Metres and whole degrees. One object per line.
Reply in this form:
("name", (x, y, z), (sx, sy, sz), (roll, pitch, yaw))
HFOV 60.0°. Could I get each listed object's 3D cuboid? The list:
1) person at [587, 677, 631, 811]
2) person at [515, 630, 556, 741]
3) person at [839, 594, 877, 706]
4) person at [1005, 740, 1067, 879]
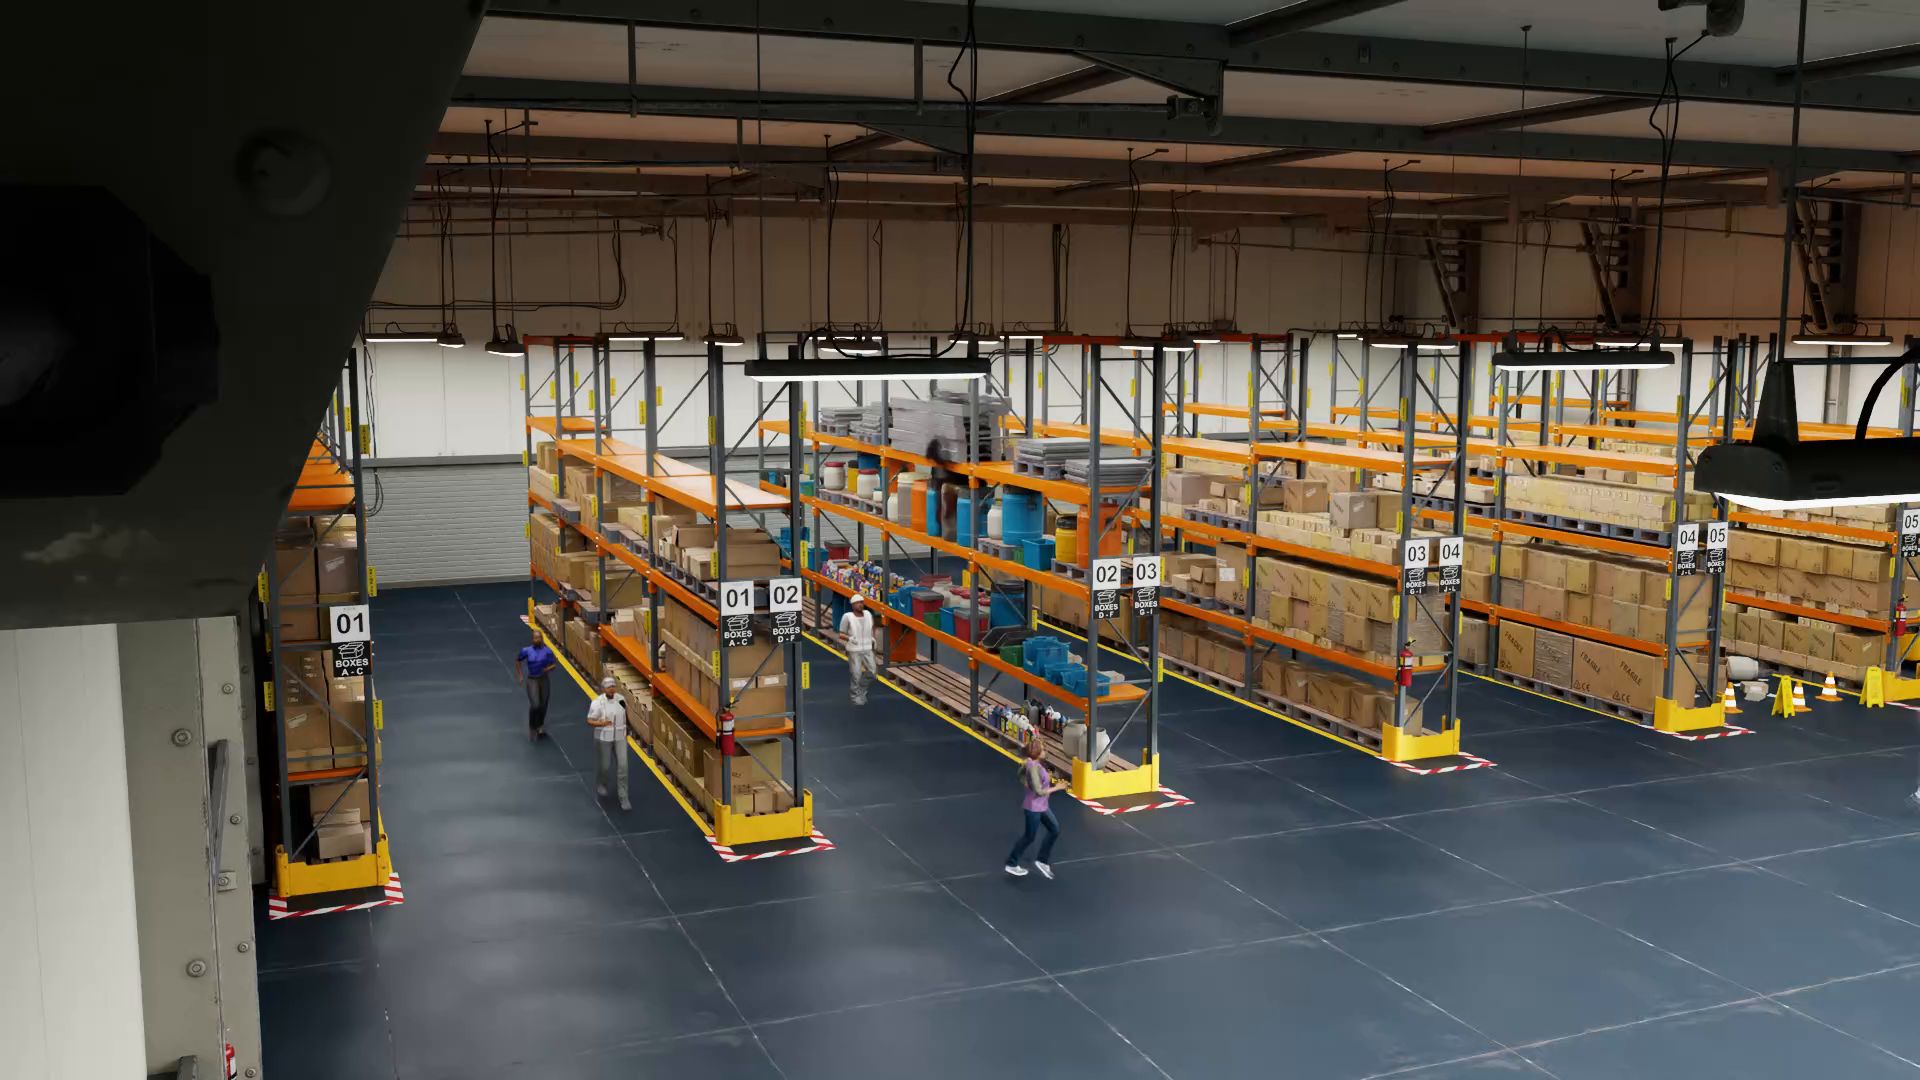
("person", (-4.565, 2.620, 21.715), (0.602, 1.679, 0.886), (-4, 9, -27))
("person", (-6.376, 2.188, 25.102), (0.545, 1.669, 0.697), (-4, 9, -27))
("person", (-1.538, 1.739, 25.933), (0.669, 1.782, 0.583), (-4, 8, -26))
("person", (0.861, 3.054, 18.782), (0.693, 1.634, 0.507), (1, 8, 11))
